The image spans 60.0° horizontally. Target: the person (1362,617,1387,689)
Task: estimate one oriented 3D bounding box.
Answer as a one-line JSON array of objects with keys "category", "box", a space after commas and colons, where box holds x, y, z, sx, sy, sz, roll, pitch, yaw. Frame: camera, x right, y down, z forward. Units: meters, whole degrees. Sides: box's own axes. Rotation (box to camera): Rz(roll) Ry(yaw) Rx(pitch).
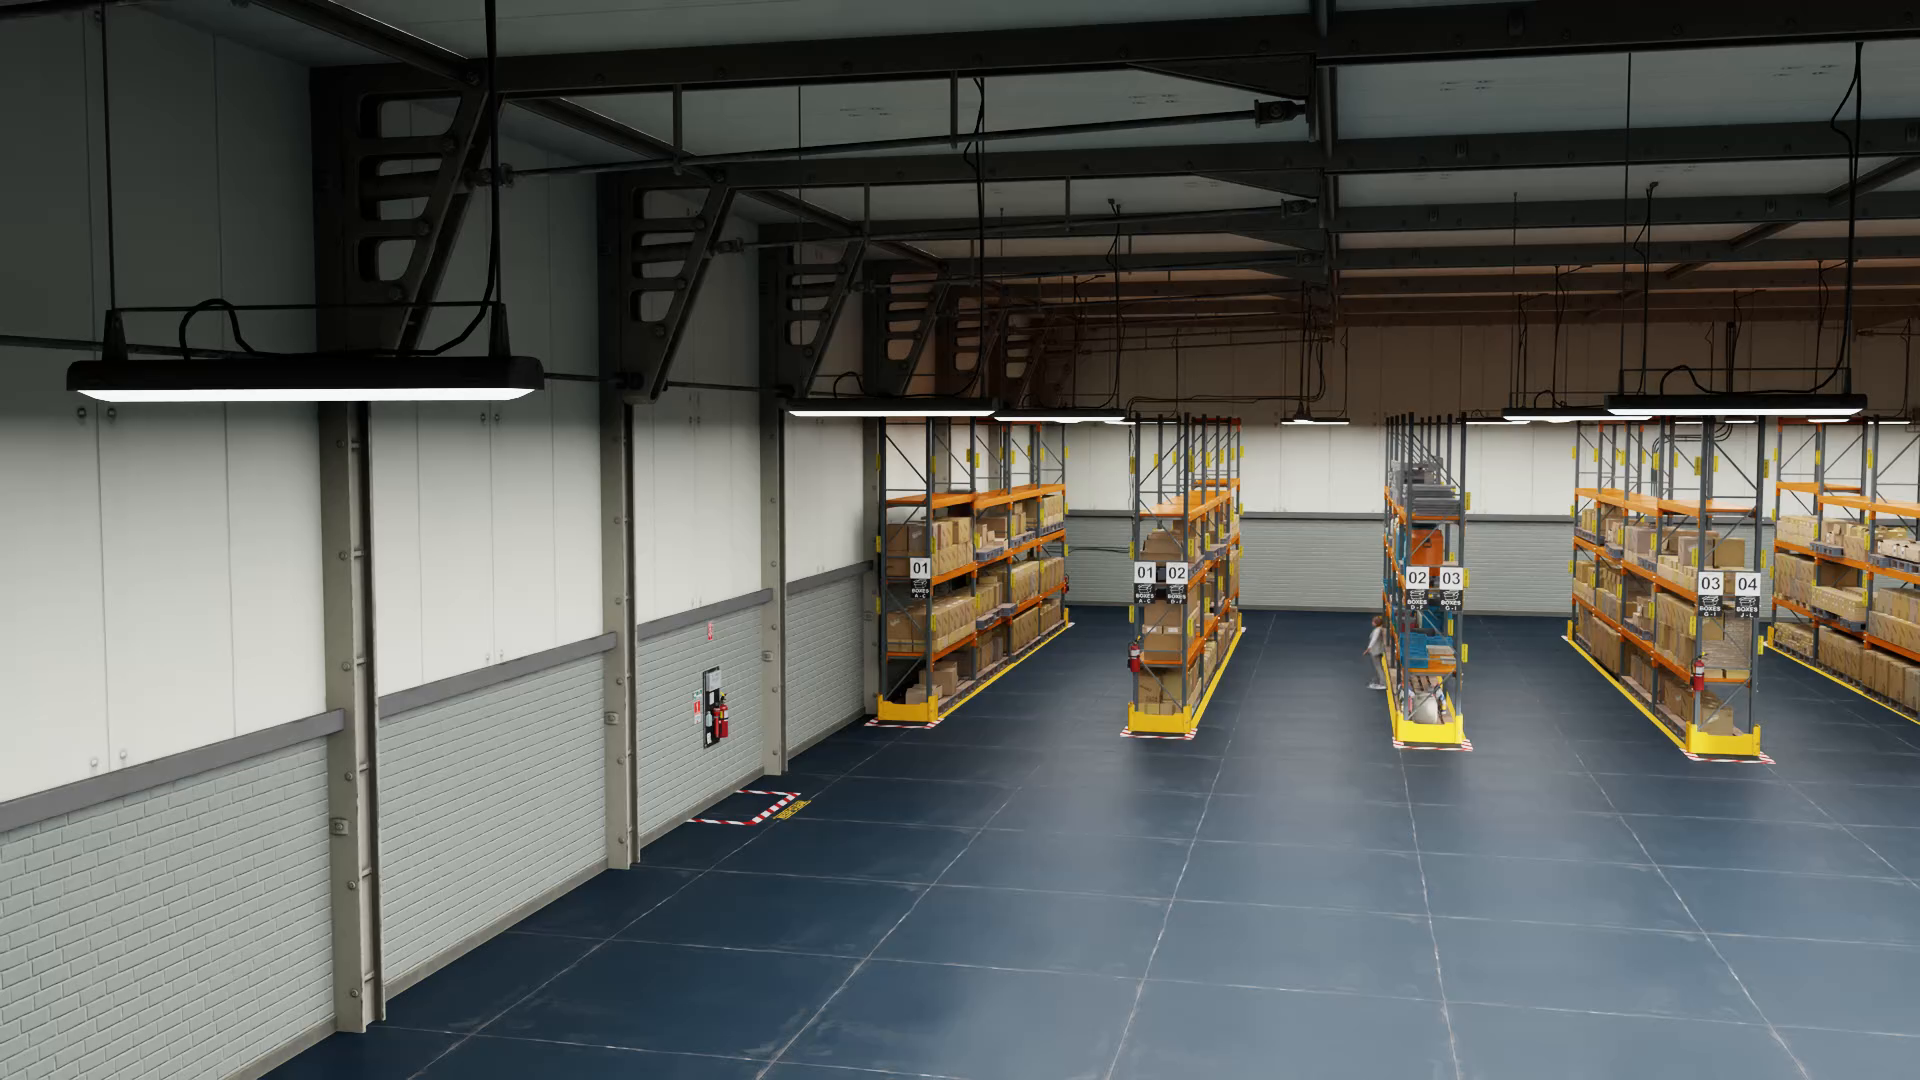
[{"category": "person", "box": [9.057, 2.481, 36.323, 0.549, 1.618, 0.695, -3, 5, -36]}]
